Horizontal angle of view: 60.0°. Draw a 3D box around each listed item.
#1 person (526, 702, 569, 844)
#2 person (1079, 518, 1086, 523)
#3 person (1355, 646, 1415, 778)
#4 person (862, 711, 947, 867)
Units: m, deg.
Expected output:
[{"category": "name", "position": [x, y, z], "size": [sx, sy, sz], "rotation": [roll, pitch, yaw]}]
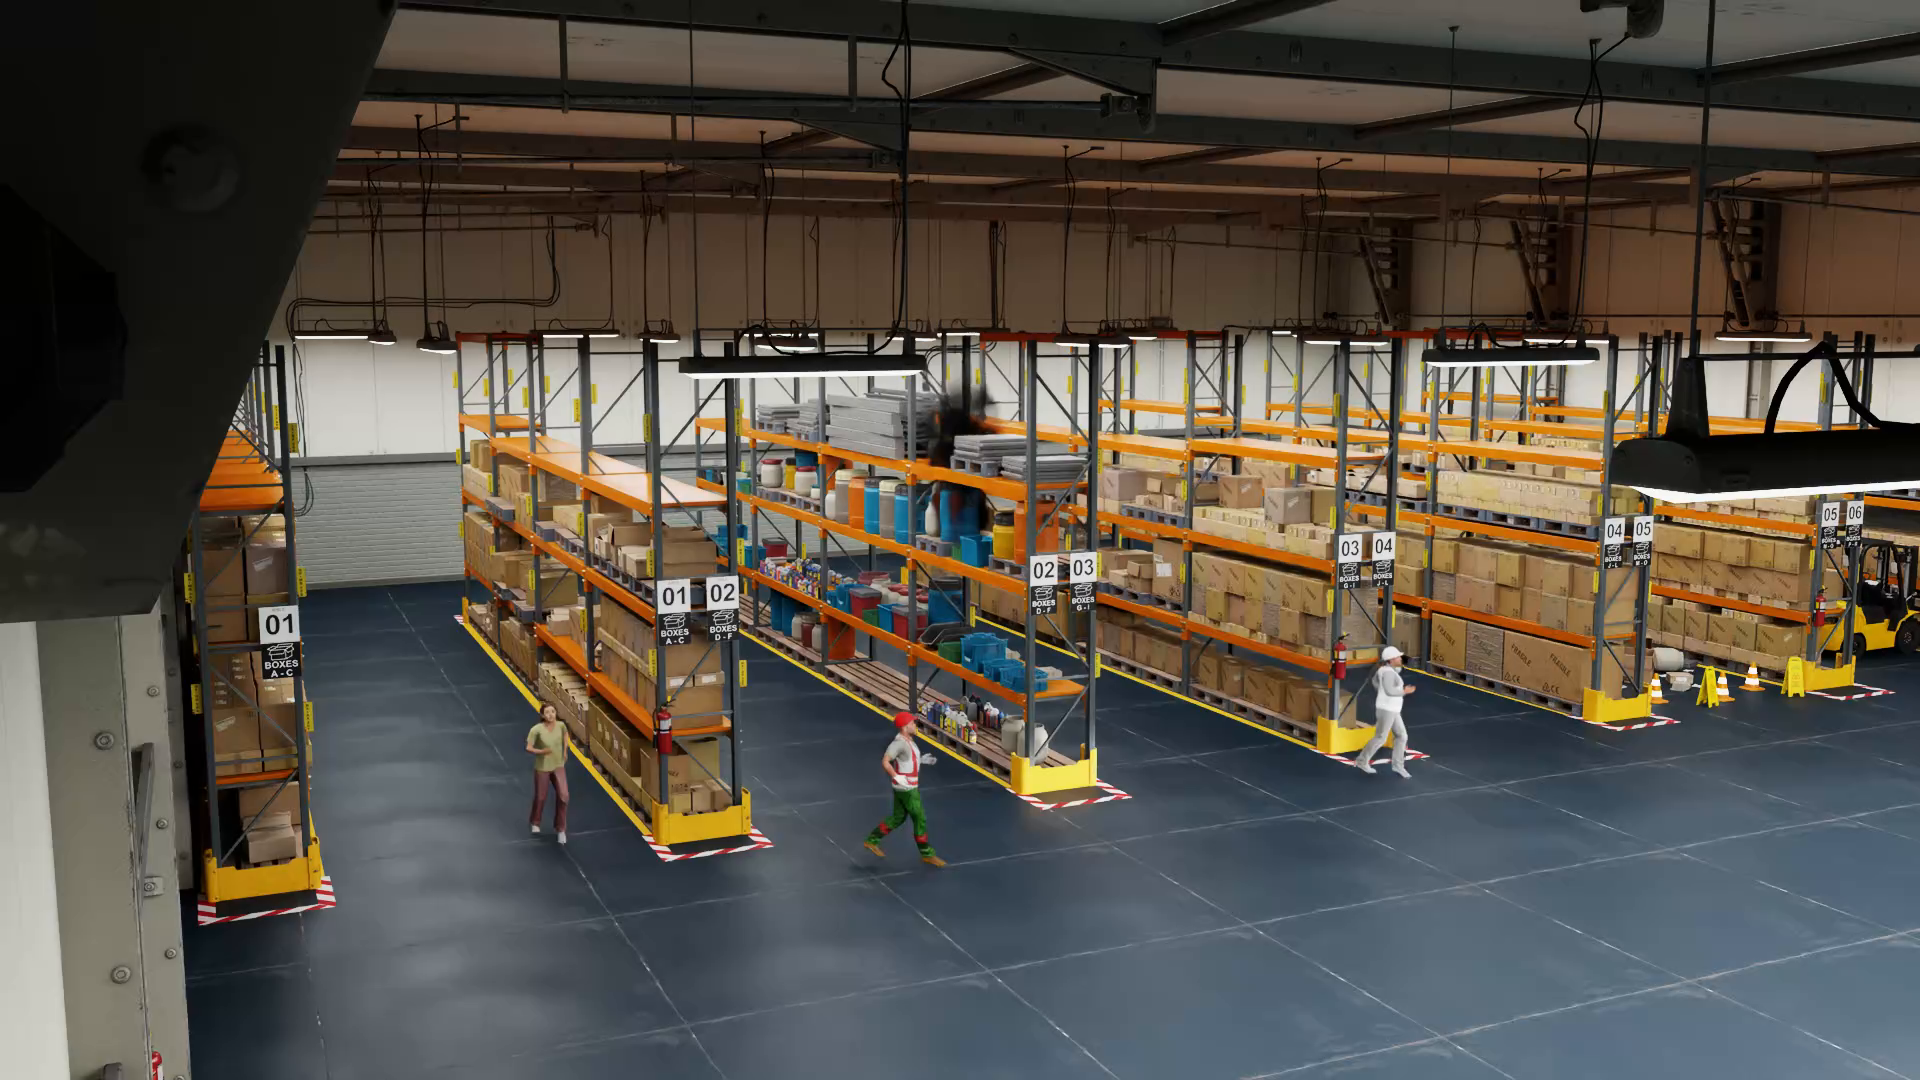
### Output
[{"category": "person", "position": [-4.974, 2.802, 20.149], "size": [0.576, 1.729, 0.704], "rotation": [-4, 9, -29]}, {"category": "person", "position": [2.828, 0.313, 38.512], "size": [0.695, 1.665, 0.590], "rotation": [-3, 8, -20]}, {"category": "person", "position": [5.879, 2.375, 22.958], "size": [0.765, 1.826, 0.659], "rotation": [2, 8, 17]}, {"category": "person", "position": [-0.641, 2.858, 19.139], "size": [0.979, 1.807, 0.651], "rotation": [0, 8, -3]}]
